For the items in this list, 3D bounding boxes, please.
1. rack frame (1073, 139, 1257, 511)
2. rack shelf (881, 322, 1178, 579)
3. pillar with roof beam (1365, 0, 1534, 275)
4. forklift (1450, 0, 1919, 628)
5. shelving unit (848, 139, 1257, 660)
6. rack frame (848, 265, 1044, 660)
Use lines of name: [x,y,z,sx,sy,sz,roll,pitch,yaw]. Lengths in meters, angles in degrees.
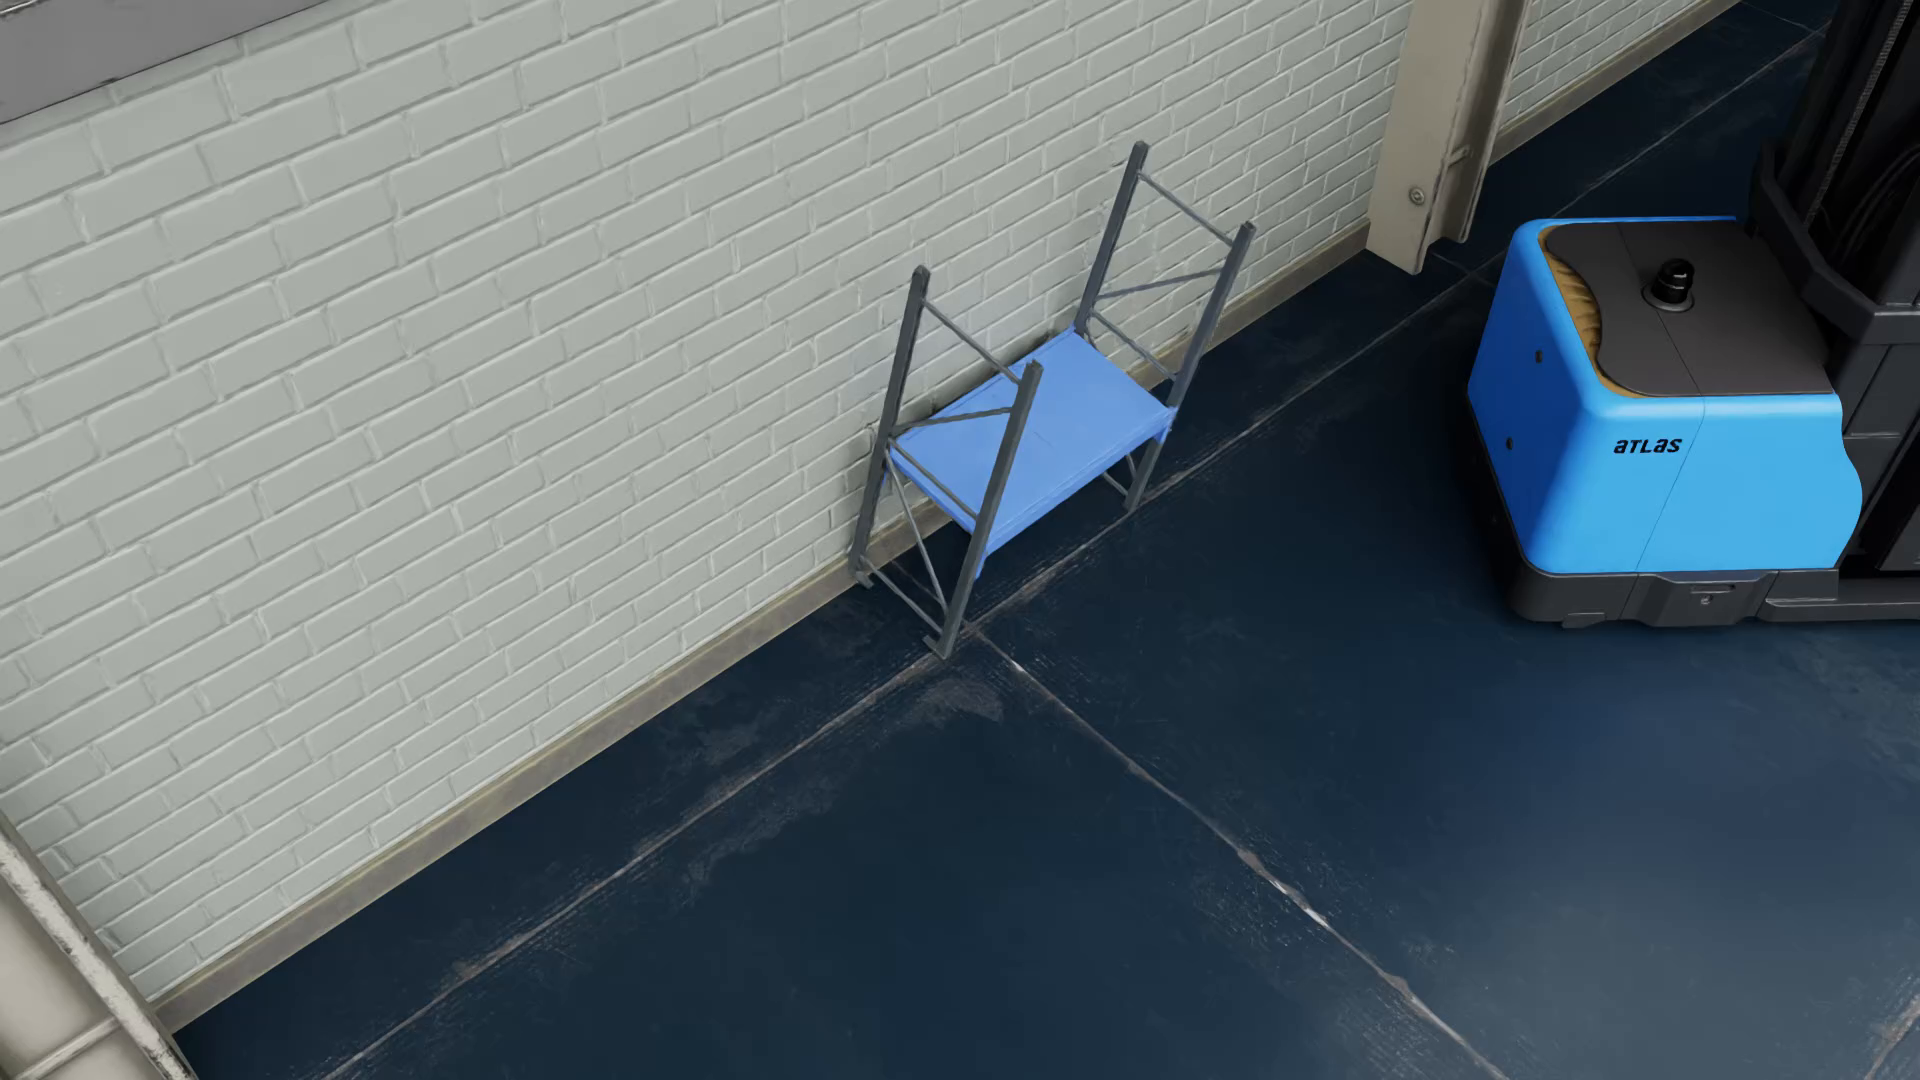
rack frame: [0.615,-0.688,5.901,0.500,1.500,0.032,42,56,19]
rack shelf: [0.232,-0.332,5.769,0.538,0.185,1.000,42,56,19]
pillar with roof beam: [4.940,-2.056,2.024,0.400,9.000,9.100,-34,56,-27]
forklift: [3.450,-1.074,5.246,3.031,2.935,1.130,-1,47,-1]
shelving unit: [0.265,-0.439,5.628,0.538,1.500,1.048,42,56,19]
rack frame: [-0.085,-0.191,5.356,0.500,1.500,0.032,42,56,19]
